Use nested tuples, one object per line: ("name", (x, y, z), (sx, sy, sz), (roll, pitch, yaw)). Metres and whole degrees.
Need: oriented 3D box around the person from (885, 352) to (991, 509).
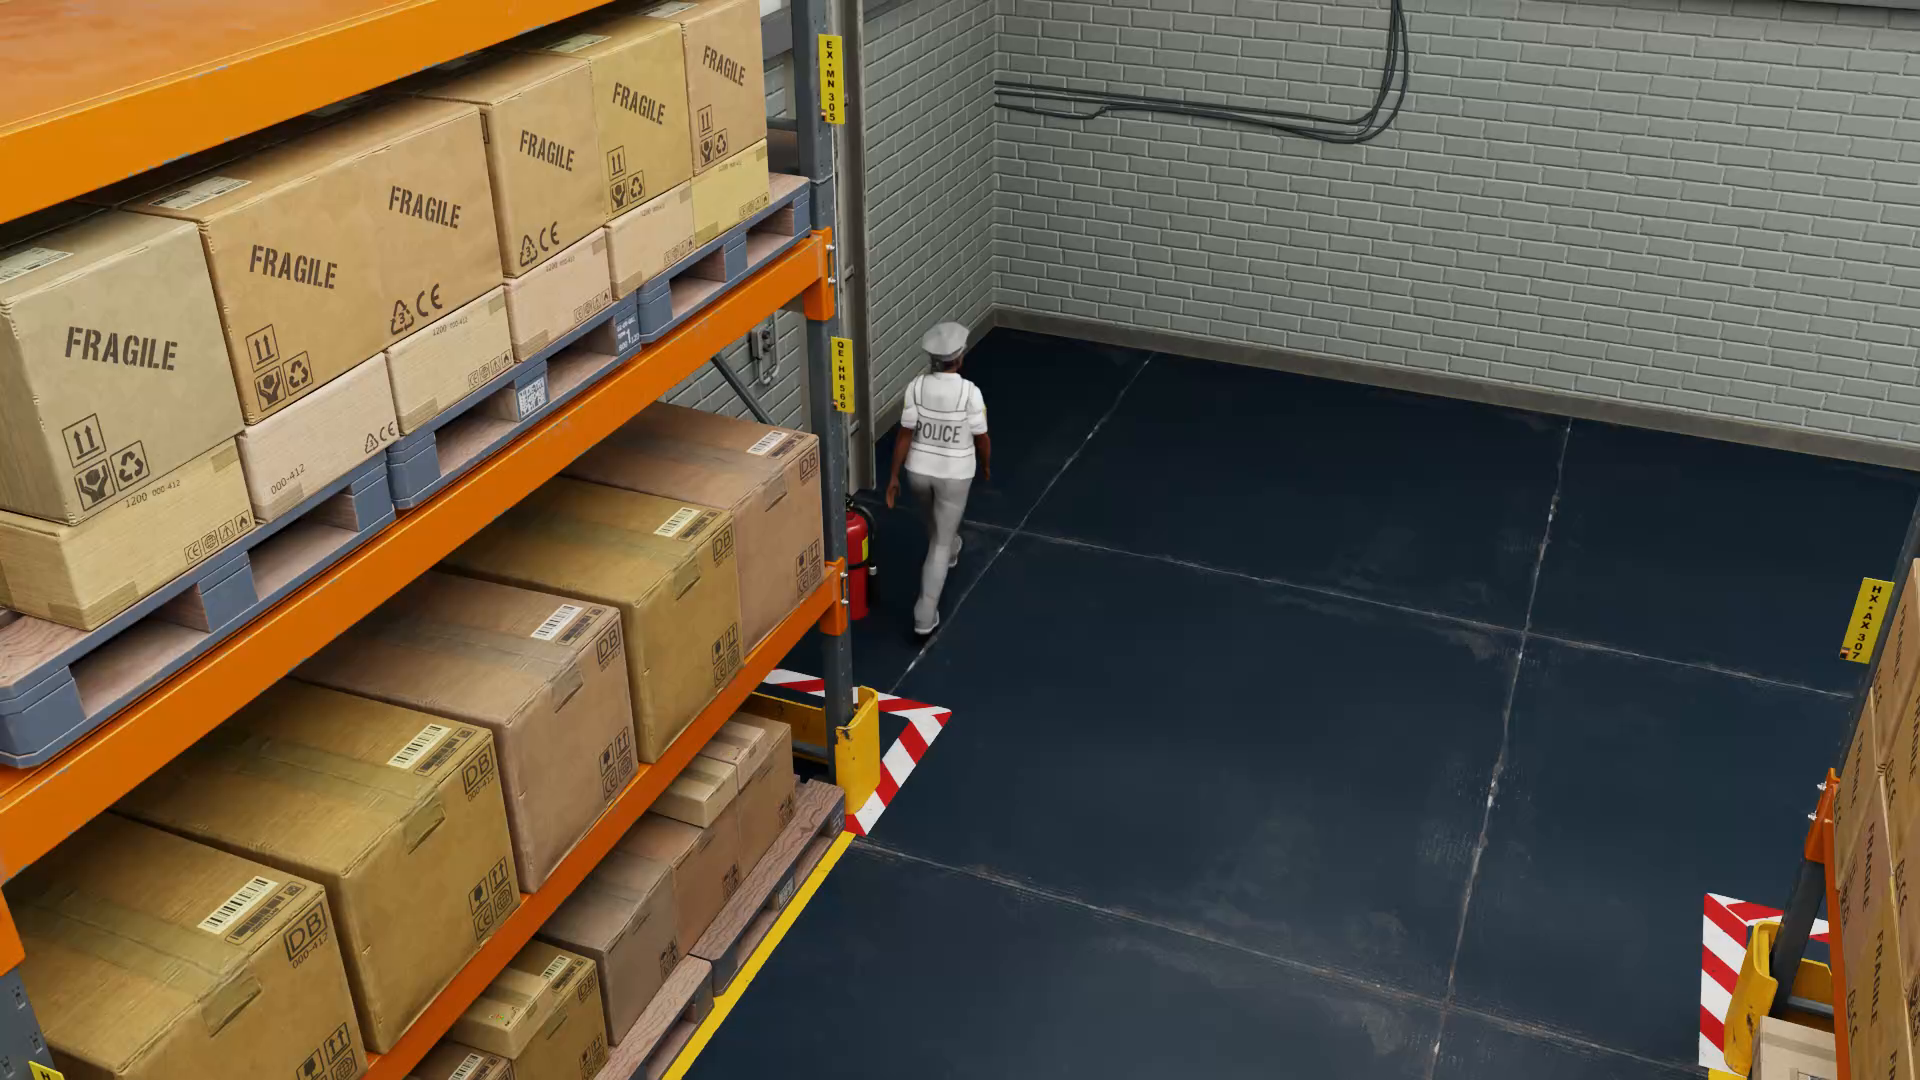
("person", (-0.089, -0.652, 8.897), (0.484, 0.952, 0.516), (12, 32, 19))
